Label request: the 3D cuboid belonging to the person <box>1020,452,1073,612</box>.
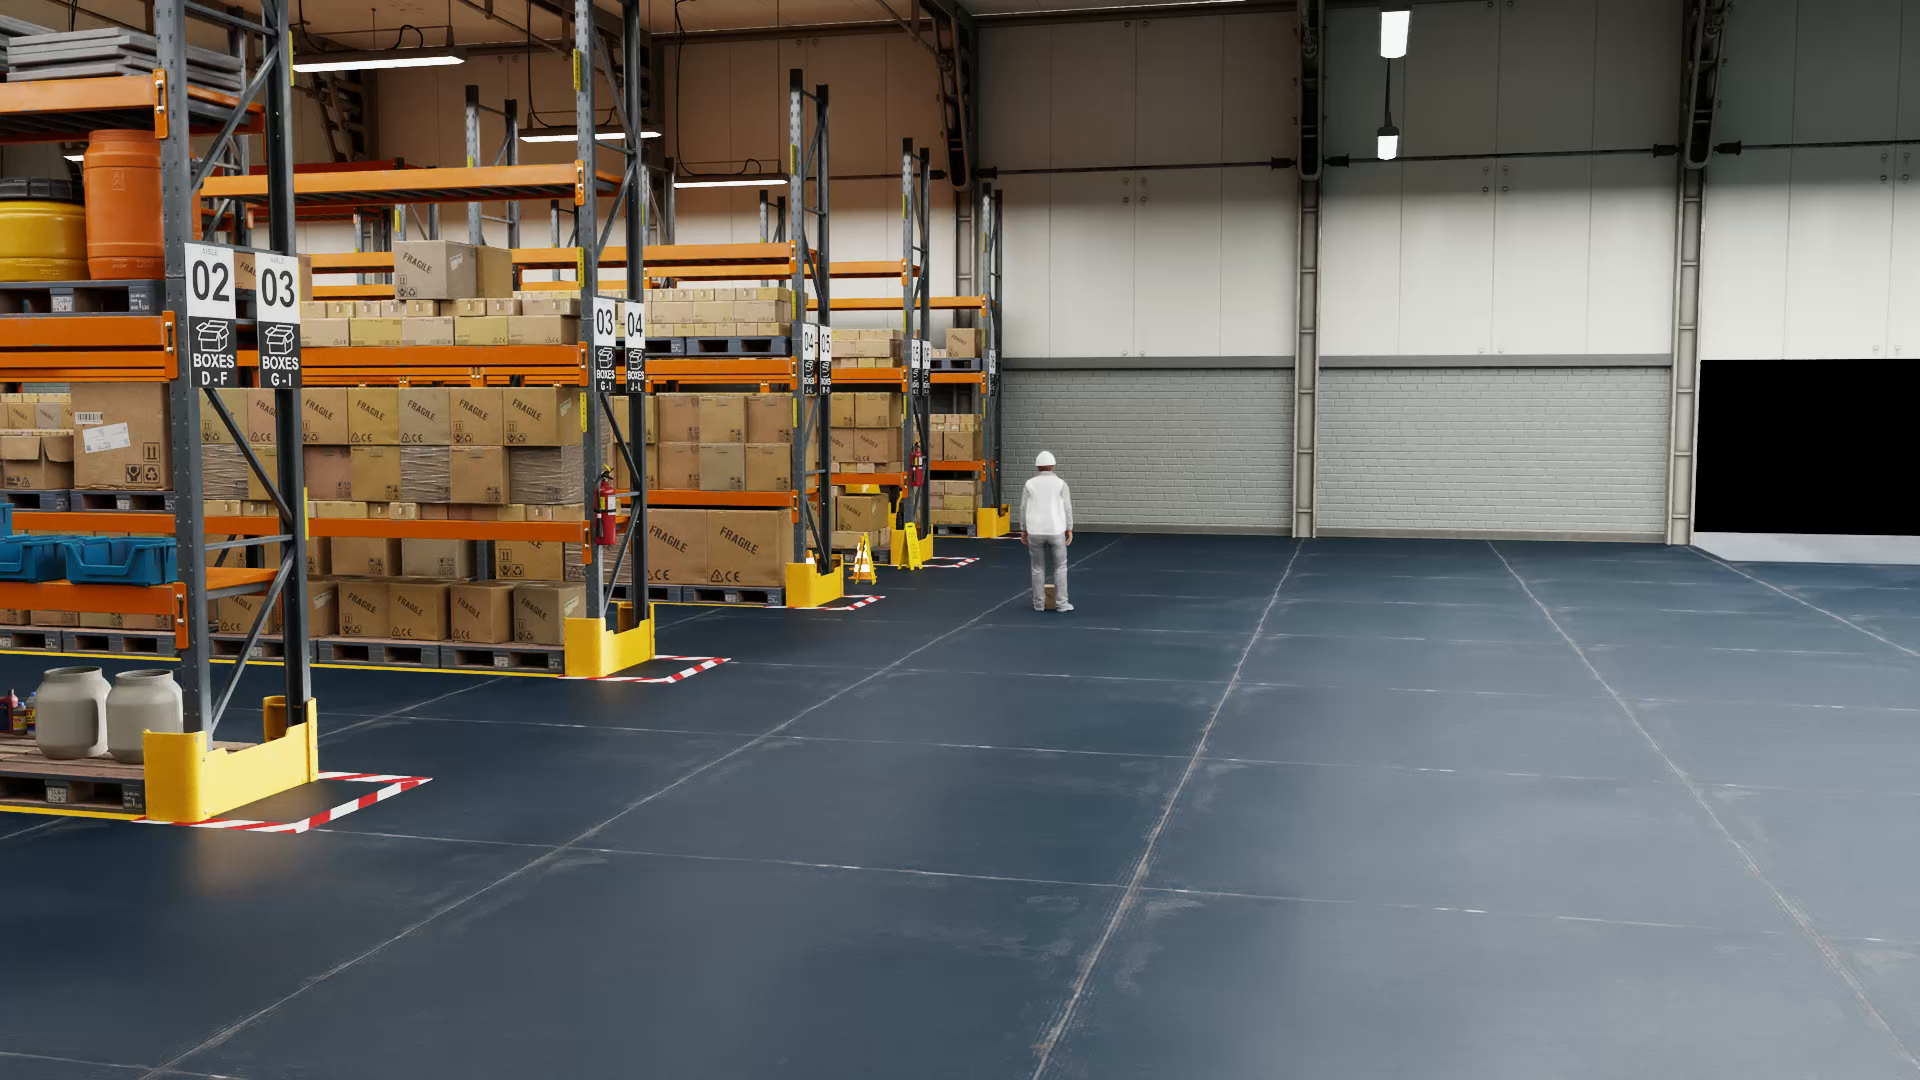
[{"bbox_3d":[0.963,-0.094,18.490,0.593,1.768,0.474,1,5,10],"label":"person"}]
